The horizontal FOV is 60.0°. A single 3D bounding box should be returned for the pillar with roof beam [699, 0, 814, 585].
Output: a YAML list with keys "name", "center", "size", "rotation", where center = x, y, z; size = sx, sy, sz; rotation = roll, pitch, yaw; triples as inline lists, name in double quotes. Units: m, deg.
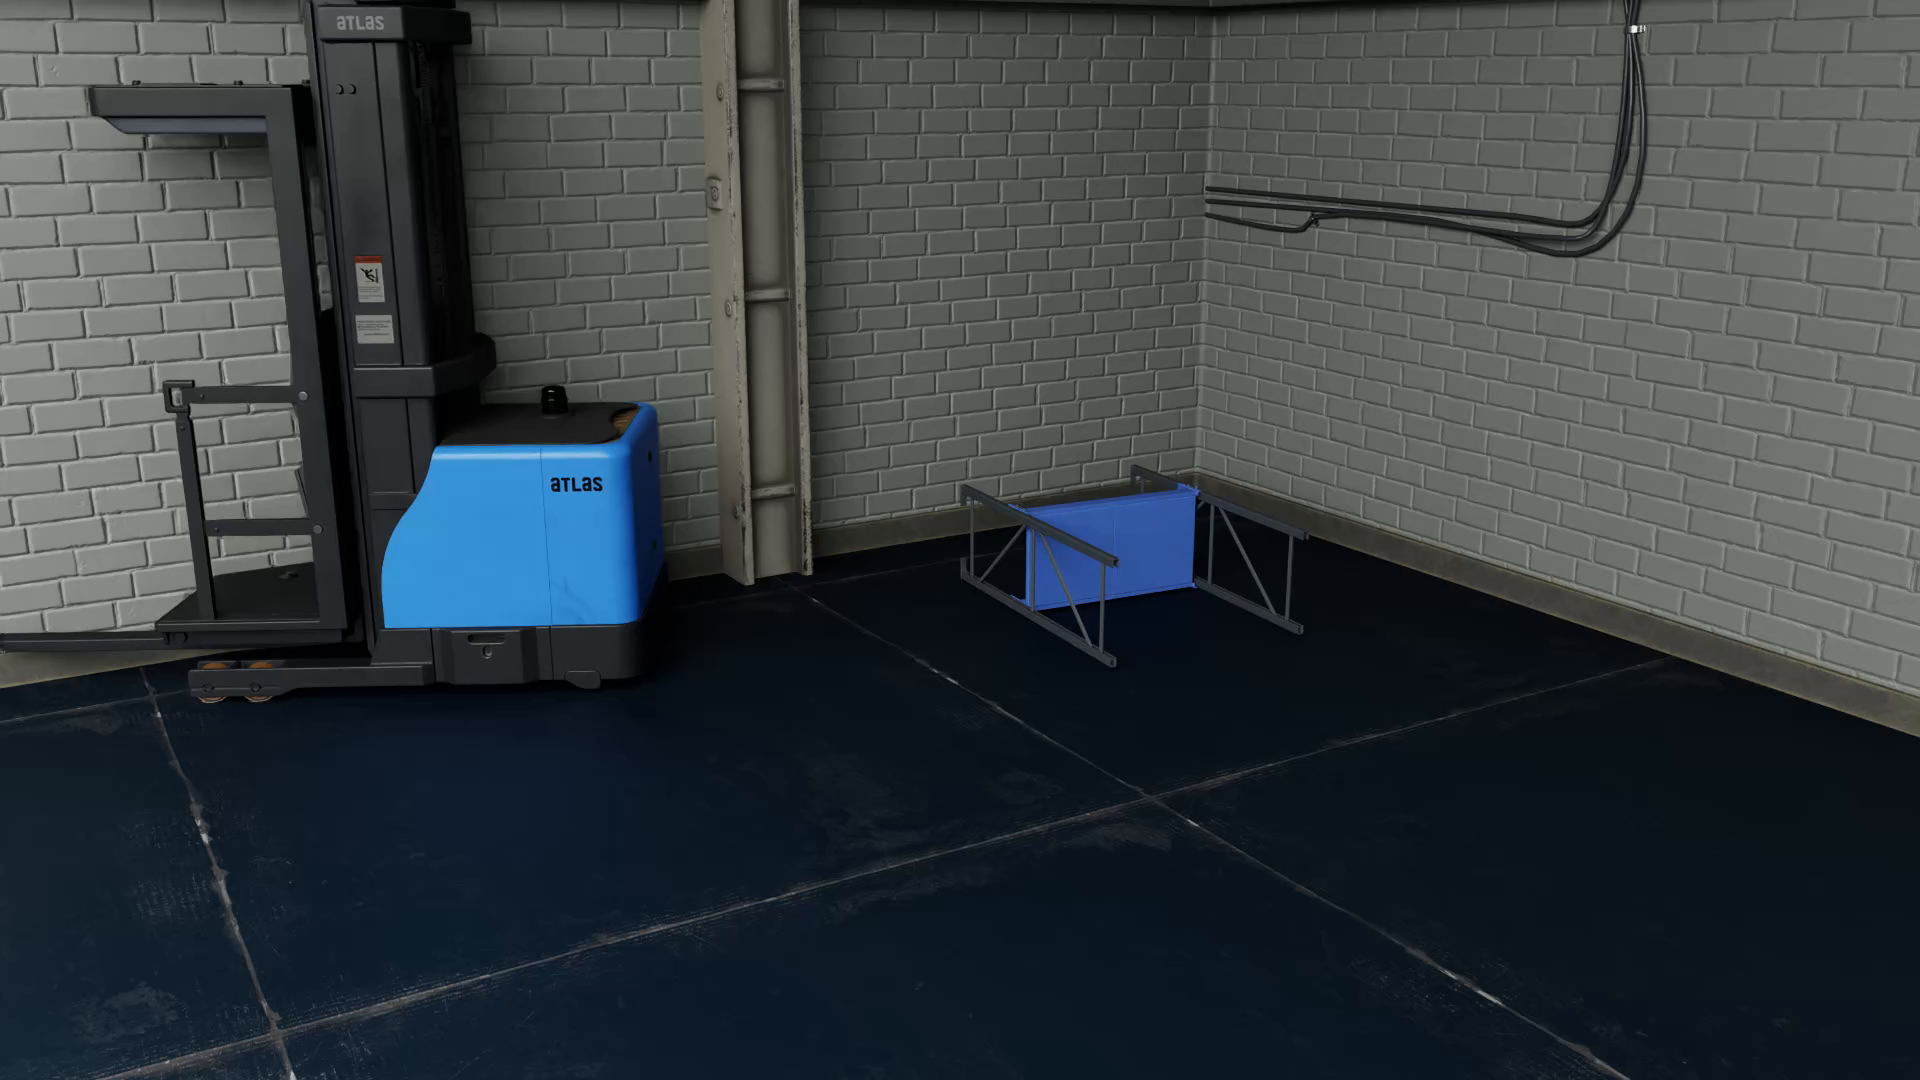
- name: "pillar with roof beam"
  center: [1.199, -3.165, 4.030]
  size: [0.400, 9.000, 9.100]
  rotation: [-9, 18, -30]

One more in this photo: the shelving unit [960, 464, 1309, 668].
- name: "shelving unit"
  center: [0.803, 0.078, 8.133]
  size: [1.048, 0.538, 1.500]
  rotation: [-8, 17, -25]

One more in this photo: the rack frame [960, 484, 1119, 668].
- name: "rack frame"
  center: [0.346, 0.139, 7.918]
  size: [0.032, 0.500, 1.500]
  rotation: [-8, 17, -25]

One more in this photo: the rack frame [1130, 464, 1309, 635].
- name: "rack frame"
  center: [1.259, 0.018, 8.348]
  size: [0.032, 0.500, 1.500]
  rotation: [-8, 17, -25]

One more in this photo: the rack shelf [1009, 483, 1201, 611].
- name: "rack shelf"
  center: [0.723, 0.035, 8.289]
  size: [1.000, 0.538, 0.185]
  rotation: [-8, 17, -25]

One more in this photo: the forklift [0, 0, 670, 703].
- name: "forklift"
  center: [-2.880, -0.874, 7.097]
  size: [3.031, 2.935, 1.130]
  rotation: [-1, 16, -3]

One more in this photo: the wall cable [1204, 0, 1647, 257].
- name: "wall cable"
  center: [2.188, -2.770, 8.371]
  size: [0.112, 2.526, 3.097]
  rotation: [-9, 18, -30]
